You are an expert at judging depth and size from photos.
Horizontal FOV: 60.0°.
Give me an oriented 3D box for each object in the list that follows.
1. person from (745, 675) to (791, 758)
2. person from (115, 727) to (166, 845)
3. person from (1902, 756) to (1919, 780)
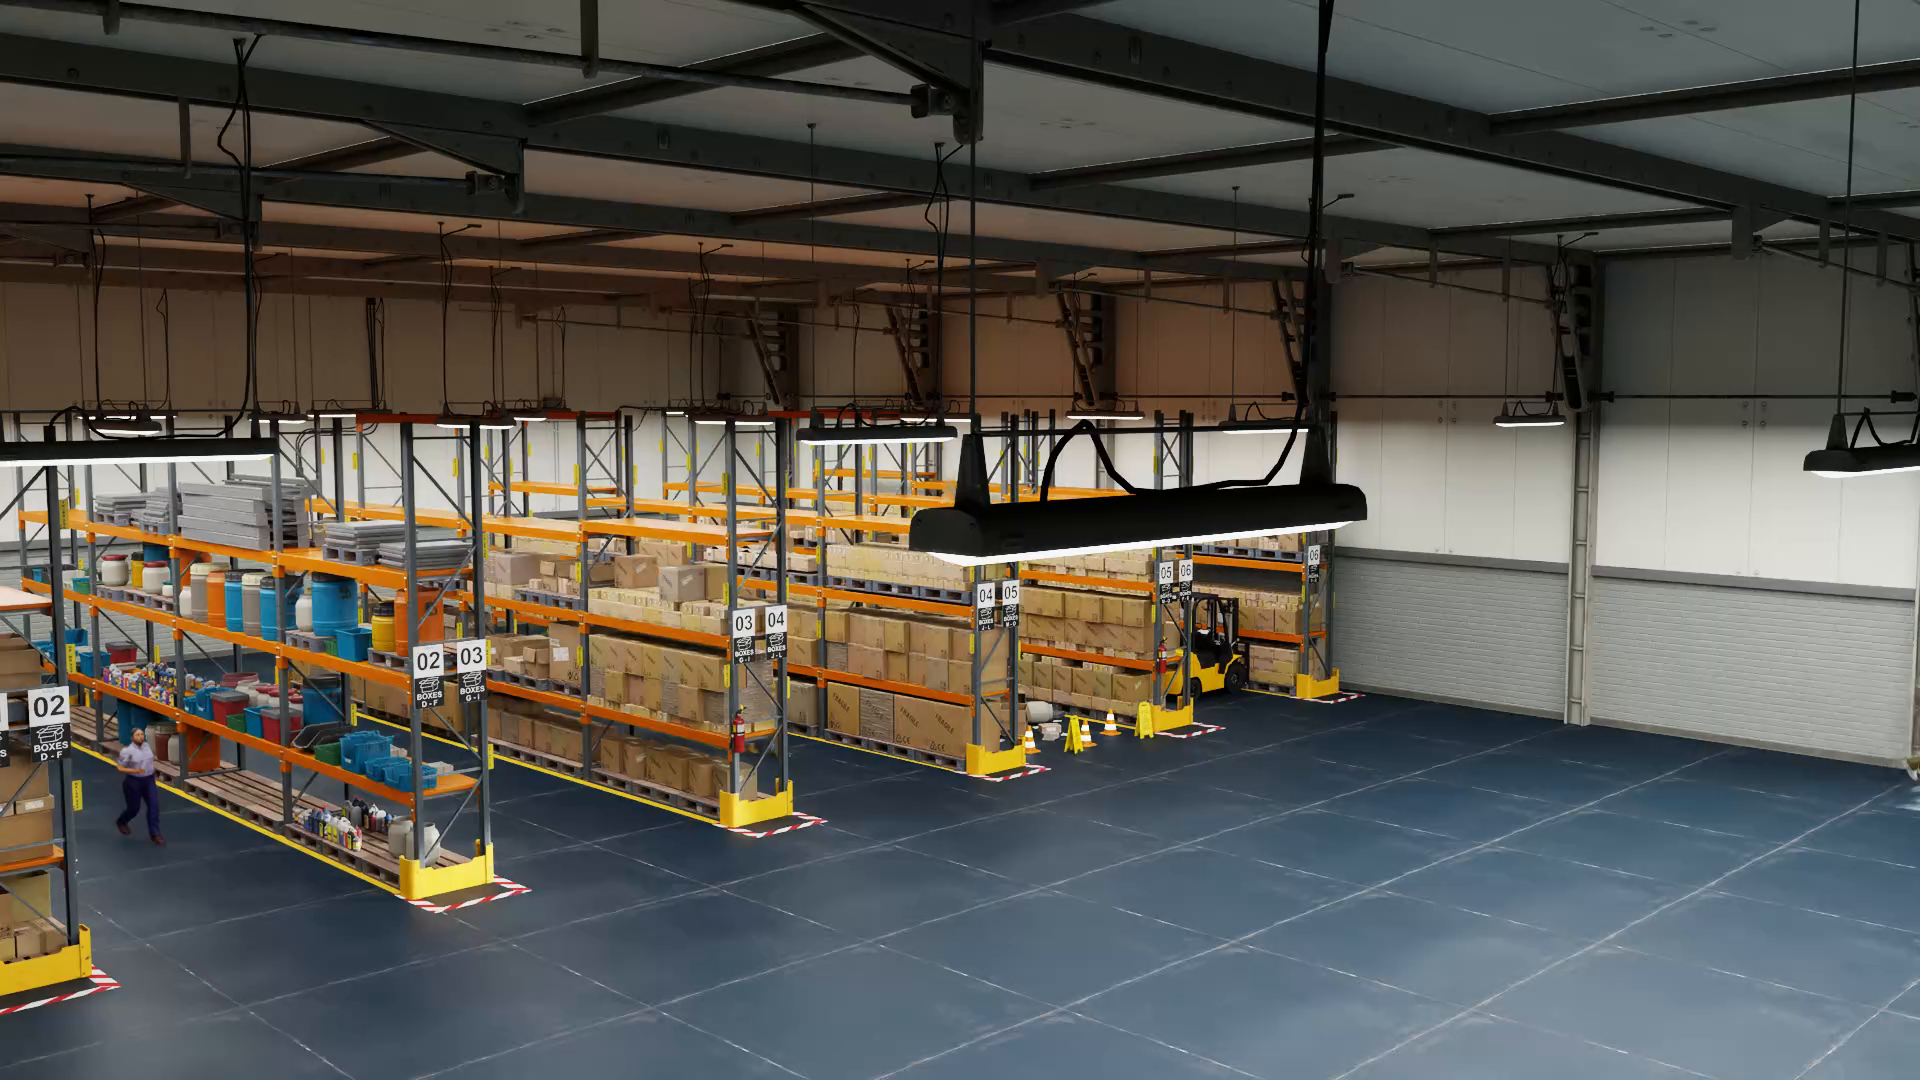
[{"bbox_3d":[-3.381,2.897,29.046,0.887,1.785,0.688,3,6,30],"label":"person"},{"bbox_3d":[-11.614,3.473,23.524,0.921,1.625,0.609,3,6,32],"label":"person"},{"bbox_3d":[15.698,3.139,26.842,0.814,1.763,0.750,4,6,36],"label":"person"}]
